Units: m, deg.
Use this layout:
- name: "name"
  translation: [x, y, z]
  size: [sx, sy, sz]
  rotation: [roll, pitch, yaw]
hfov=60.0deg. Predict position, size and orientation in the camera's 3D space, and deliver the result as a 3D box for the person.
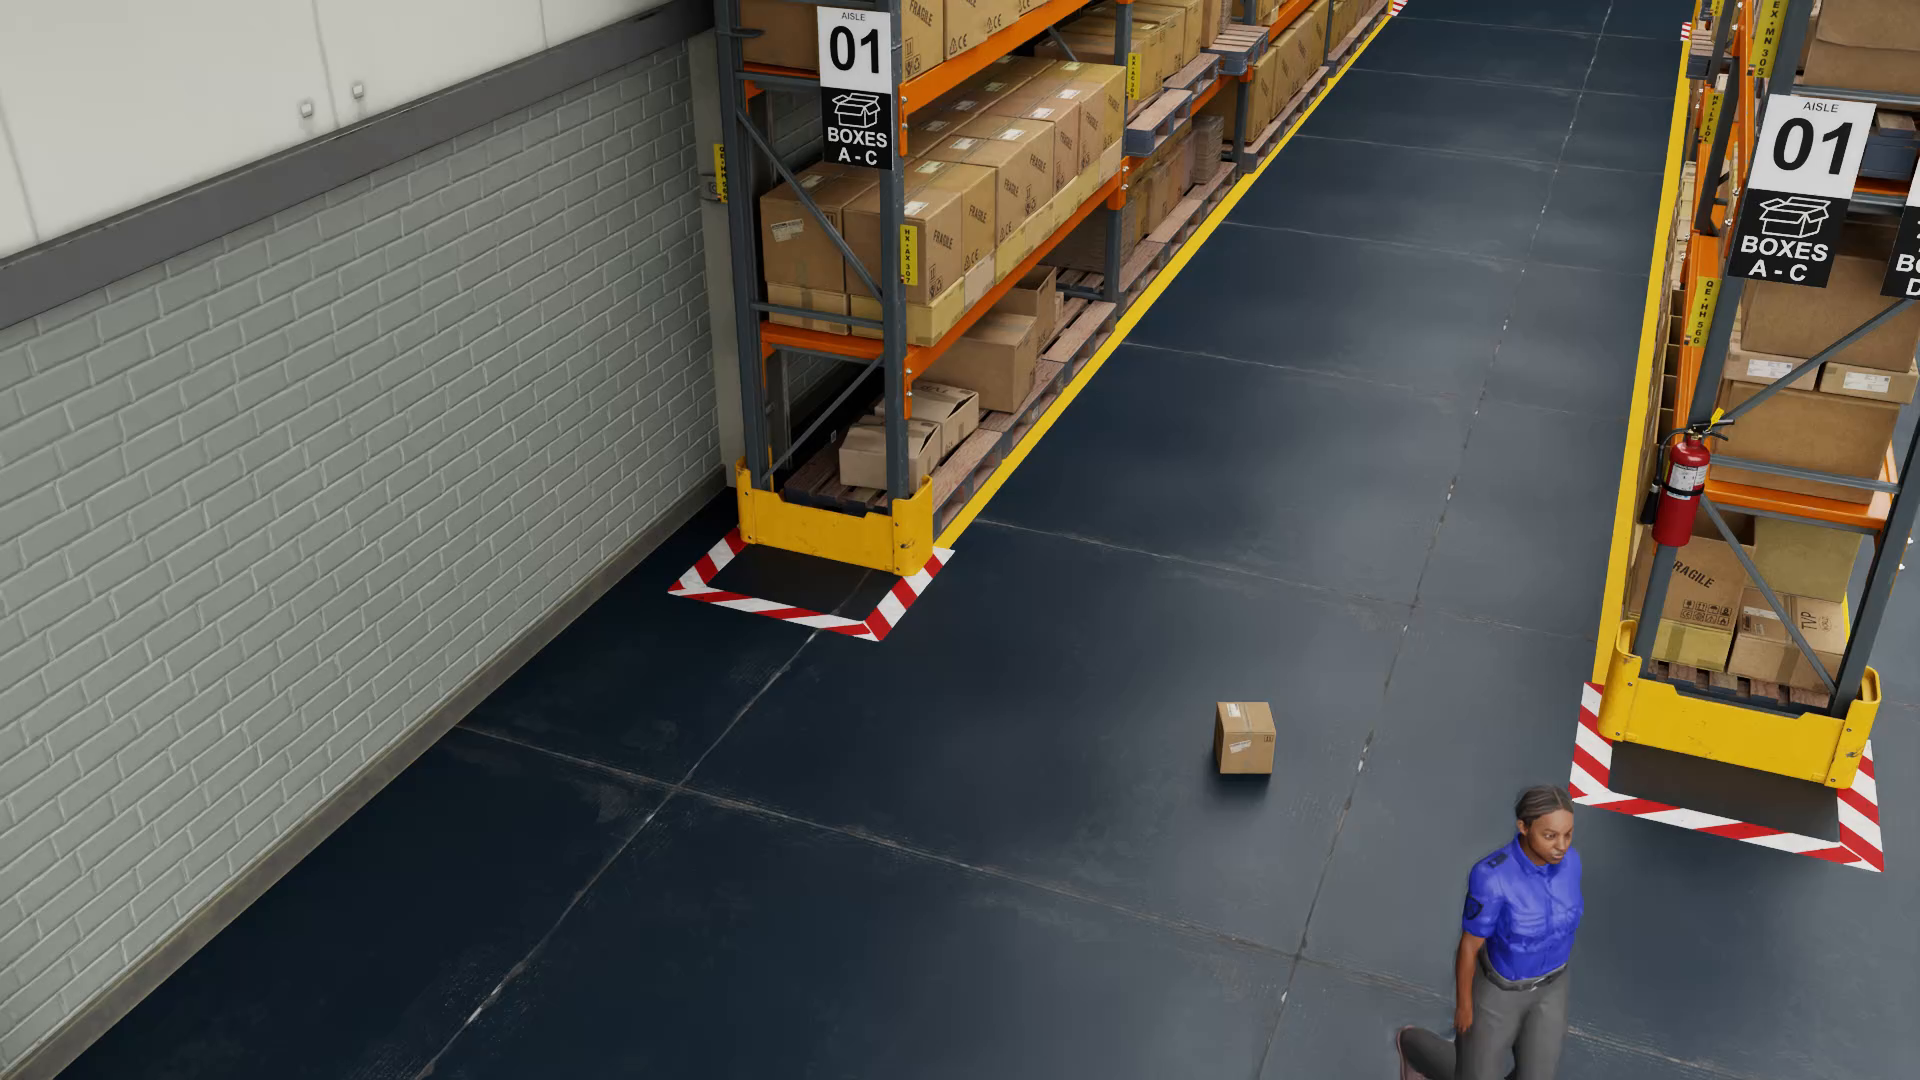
- name: "person"
  translation: [1.871, 1.512, 5.727]
  size: [0.451, 1.632, 0.700]
  rotation: [-11, 32, -18]
